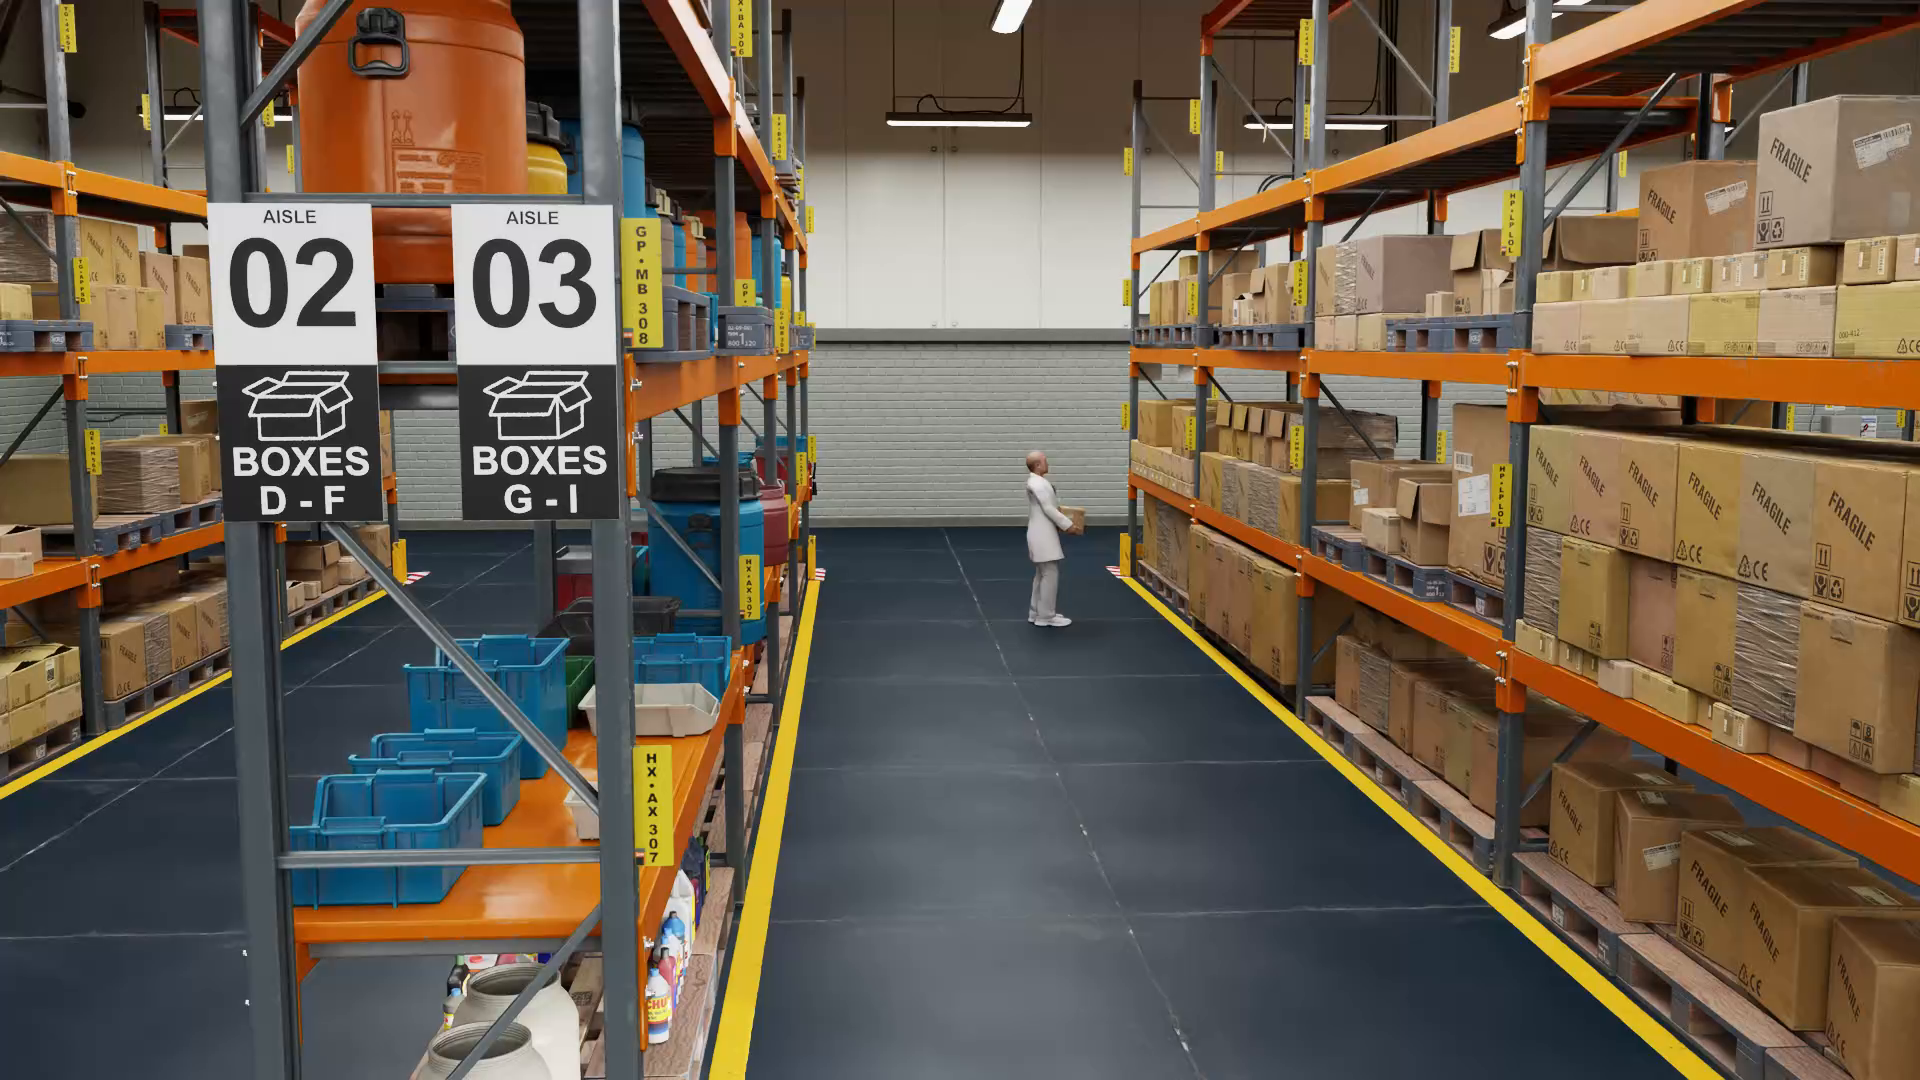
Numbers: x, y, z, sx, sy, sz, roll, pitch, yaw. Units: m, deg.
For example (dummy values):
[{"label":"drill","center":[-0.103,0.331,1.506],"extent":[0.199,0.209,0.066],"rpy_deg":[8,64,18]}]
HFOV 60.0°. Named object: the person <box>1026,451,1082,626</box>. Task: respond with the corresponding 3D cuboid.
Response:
[{"label":"person","center":[0.947,-0.020,16.989],"extent":[0.561,1.769,0.526],"rpy_deg":[0,7,-4]}]
